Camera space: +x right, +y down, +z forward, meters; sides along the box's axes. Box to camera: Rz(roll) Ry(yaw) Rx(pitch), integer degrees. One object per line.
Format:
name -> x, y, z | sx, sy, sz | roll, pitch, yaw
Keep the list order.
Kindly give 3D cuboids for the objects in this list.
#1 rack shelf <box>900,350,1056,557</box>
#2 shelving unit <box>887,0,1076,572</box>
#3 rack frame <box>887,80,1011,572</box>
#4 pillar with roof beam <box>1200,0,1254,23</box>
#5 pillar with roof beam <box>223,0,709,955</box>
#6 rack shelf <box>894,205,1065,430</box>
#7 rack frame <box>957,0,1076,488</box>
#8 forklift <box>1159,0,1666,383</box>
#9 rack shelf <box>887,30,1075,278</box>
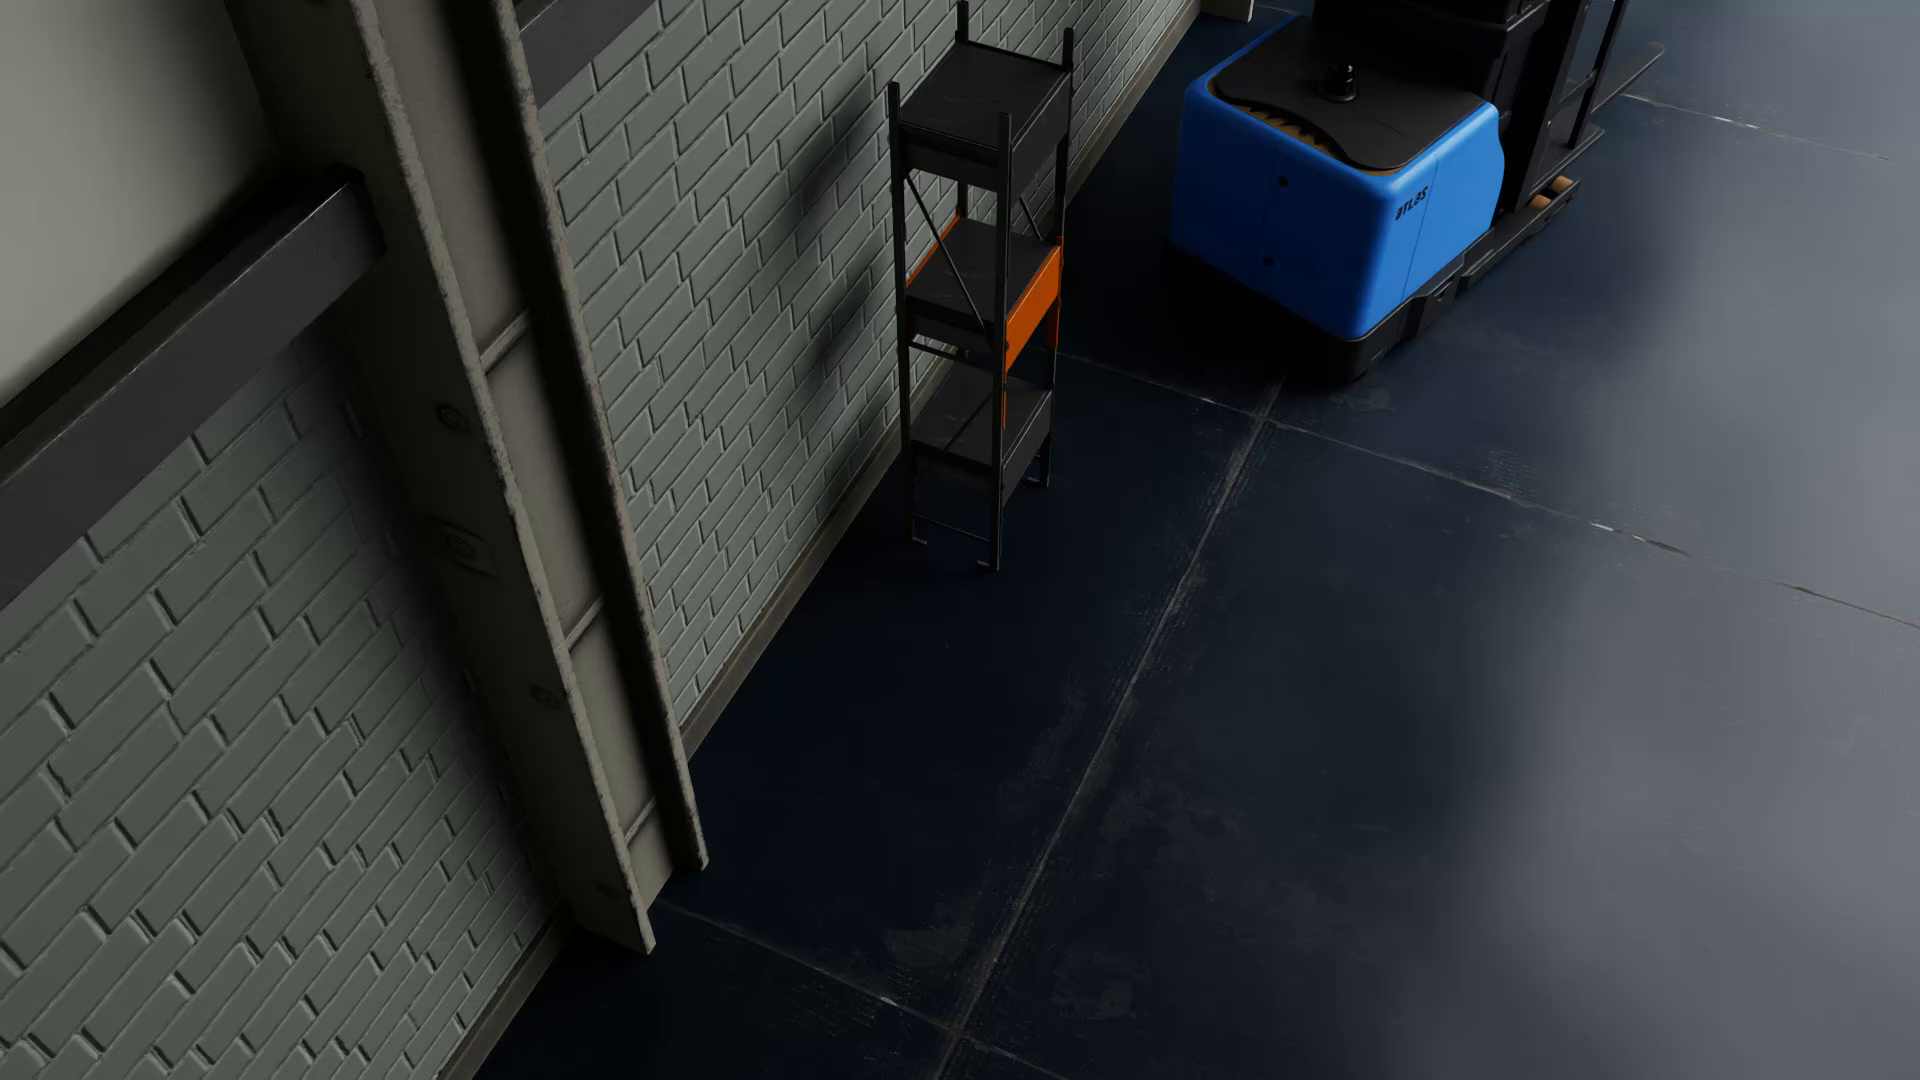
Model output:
rack shelf -> 0.071, -0.332, 6.406 | 0.431, 0.518, 0.480 | 20, 52, 16
shelving unit -> 0.071, -0.794, 5.862 | 0.431, 2.100, 0.503 | 20, 52, 16
rack frame -> -0.034, -0.626, 5.719 | 0.400, 2.100, 0.015 | 20, 52, 16
pillar with roof beam -> 5.384, -4.479, 4.468 | 9.100, 9.000, 0.400 | 20, 52, 16
pillar with roof beam -> 2.821, -0.347, 0.952 | 9.100, 9.000, 0.400 | 20, 52, 16
rack shelf -> 0.071, -0.786, 5.873 | 0.431, 0.518, 0.480 | 20, 52, 16
rack frame -> 0.175, -0.962, 6.005 | 0.400, 2.100, 0.015 | 20, 52, 16
forklift -> 2.276, -2.641, 6.888 | 1.130, 2.935, 3.031 | 36, 58, 27
rack shelf -> 0.071, -1.239, 5.340 | 0.431, 0.518, 0.480 | 20, 52, 16
